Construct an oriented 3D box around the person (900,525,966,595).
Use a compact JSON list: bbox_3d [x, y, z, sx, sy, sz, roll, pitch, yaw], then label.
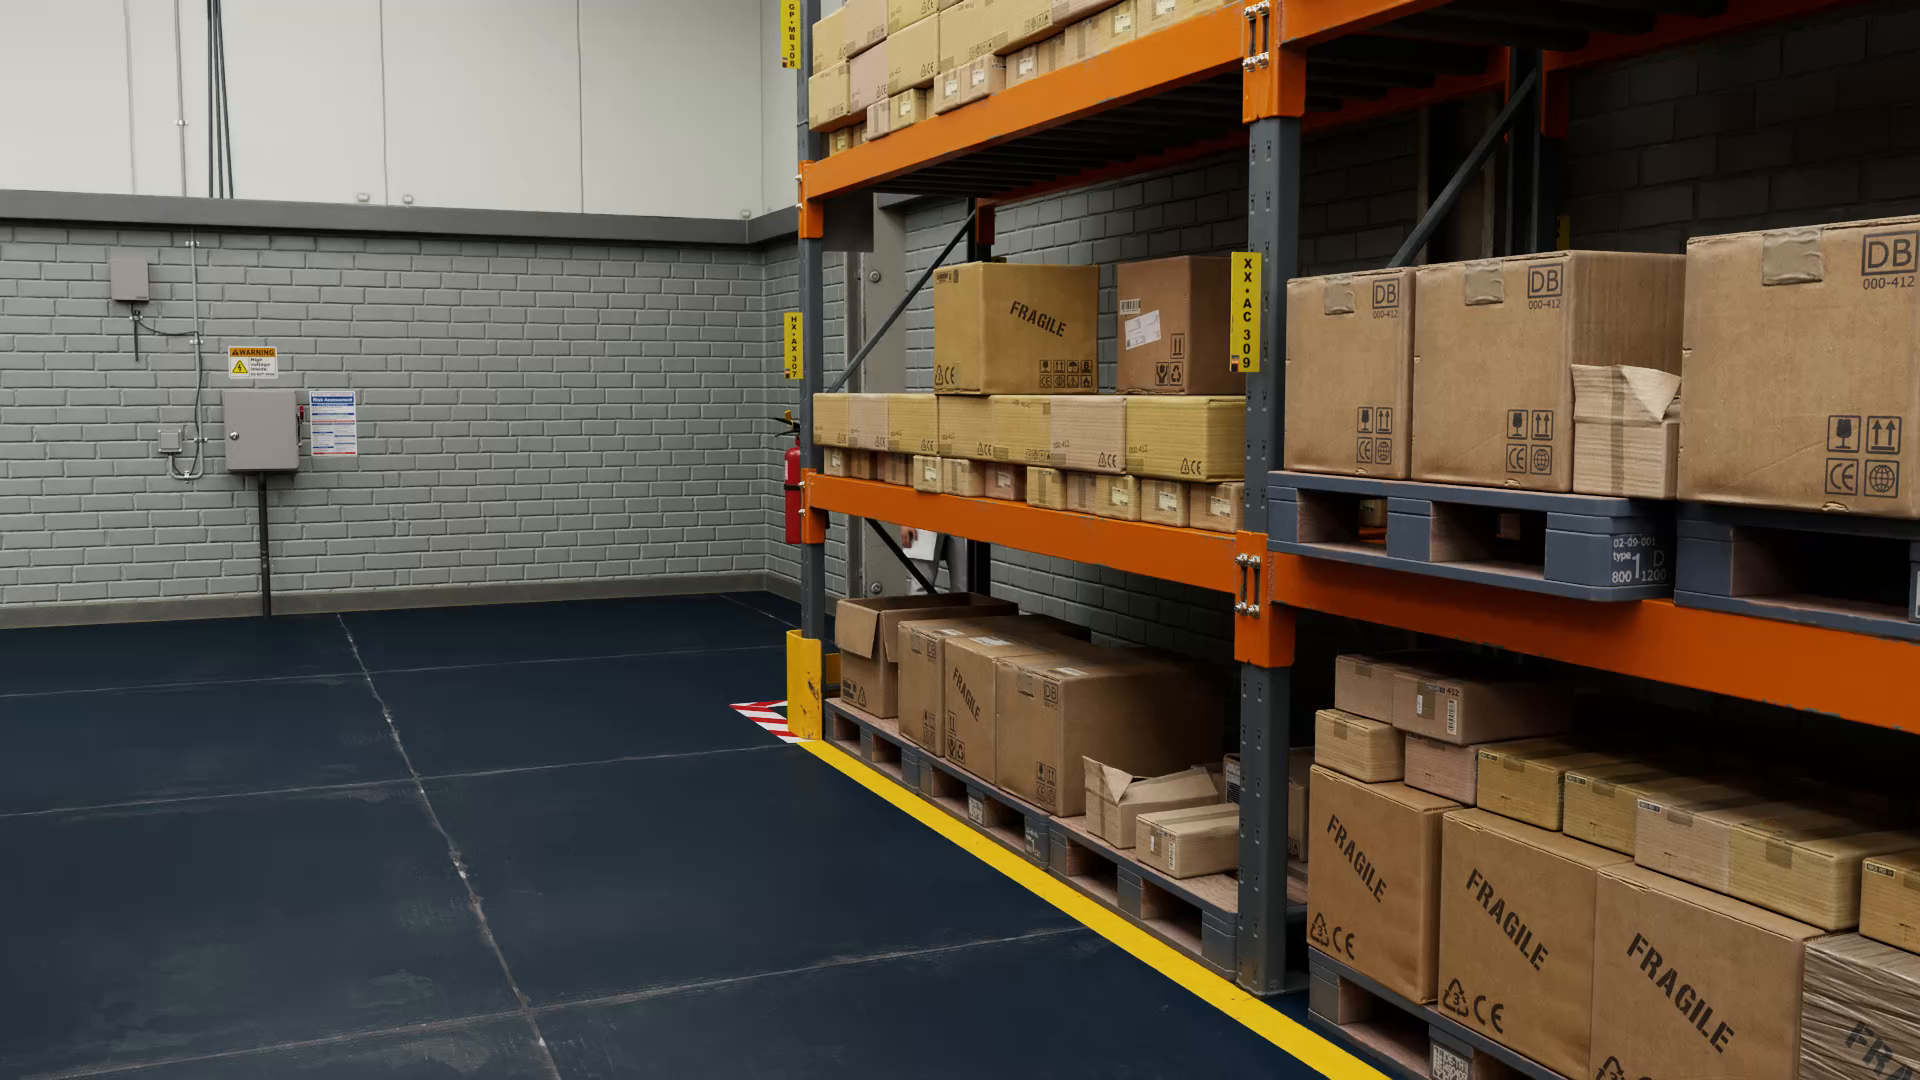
[{"bbox_3d":[-0.088,-0.095,10.226,0.652,1.773,0.426,-2,6,-21],"label":"person"}]
